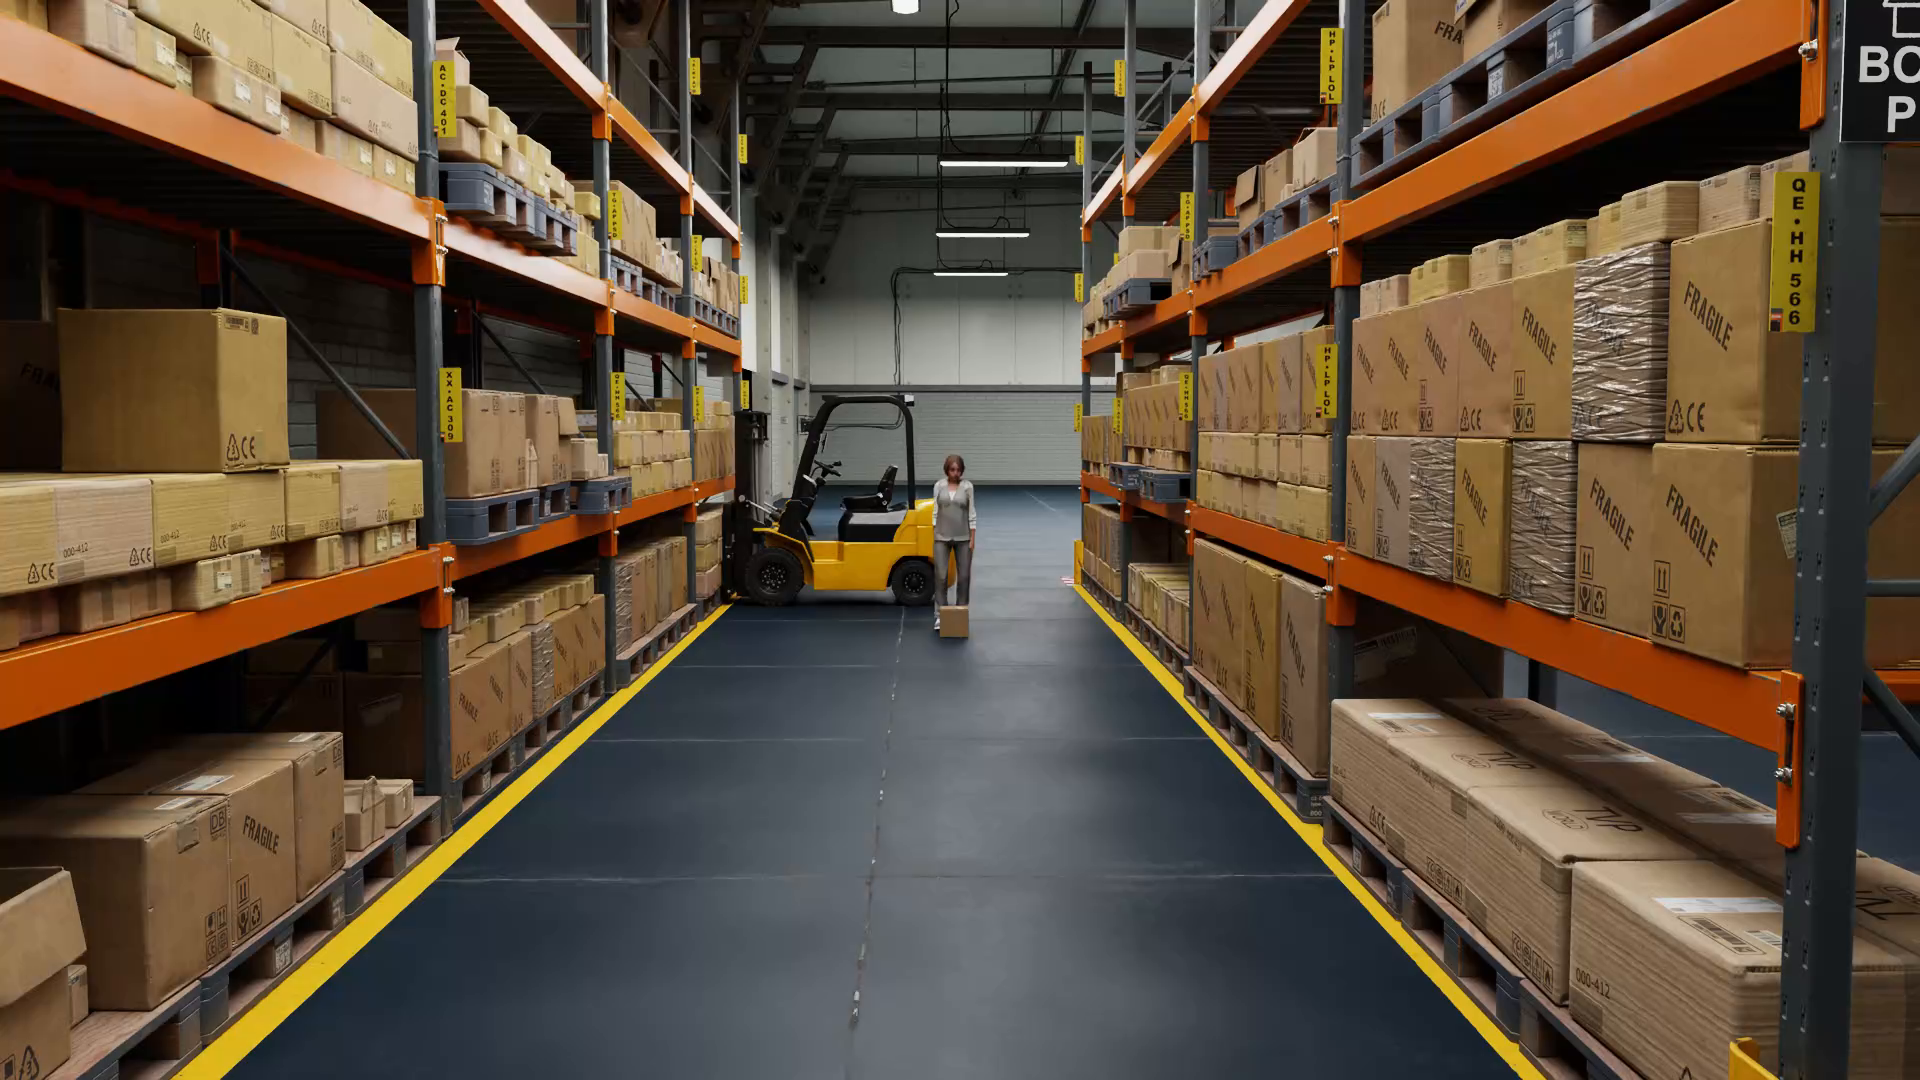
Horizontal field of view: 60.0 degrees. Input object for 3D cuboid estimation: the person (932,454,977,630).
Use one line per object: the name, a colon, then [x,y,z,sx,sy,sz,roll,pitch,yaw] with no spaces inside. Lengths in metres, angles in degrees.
person: [-0.048,0.022,15.023,0.407,1.586,0.300,0,4,0]
